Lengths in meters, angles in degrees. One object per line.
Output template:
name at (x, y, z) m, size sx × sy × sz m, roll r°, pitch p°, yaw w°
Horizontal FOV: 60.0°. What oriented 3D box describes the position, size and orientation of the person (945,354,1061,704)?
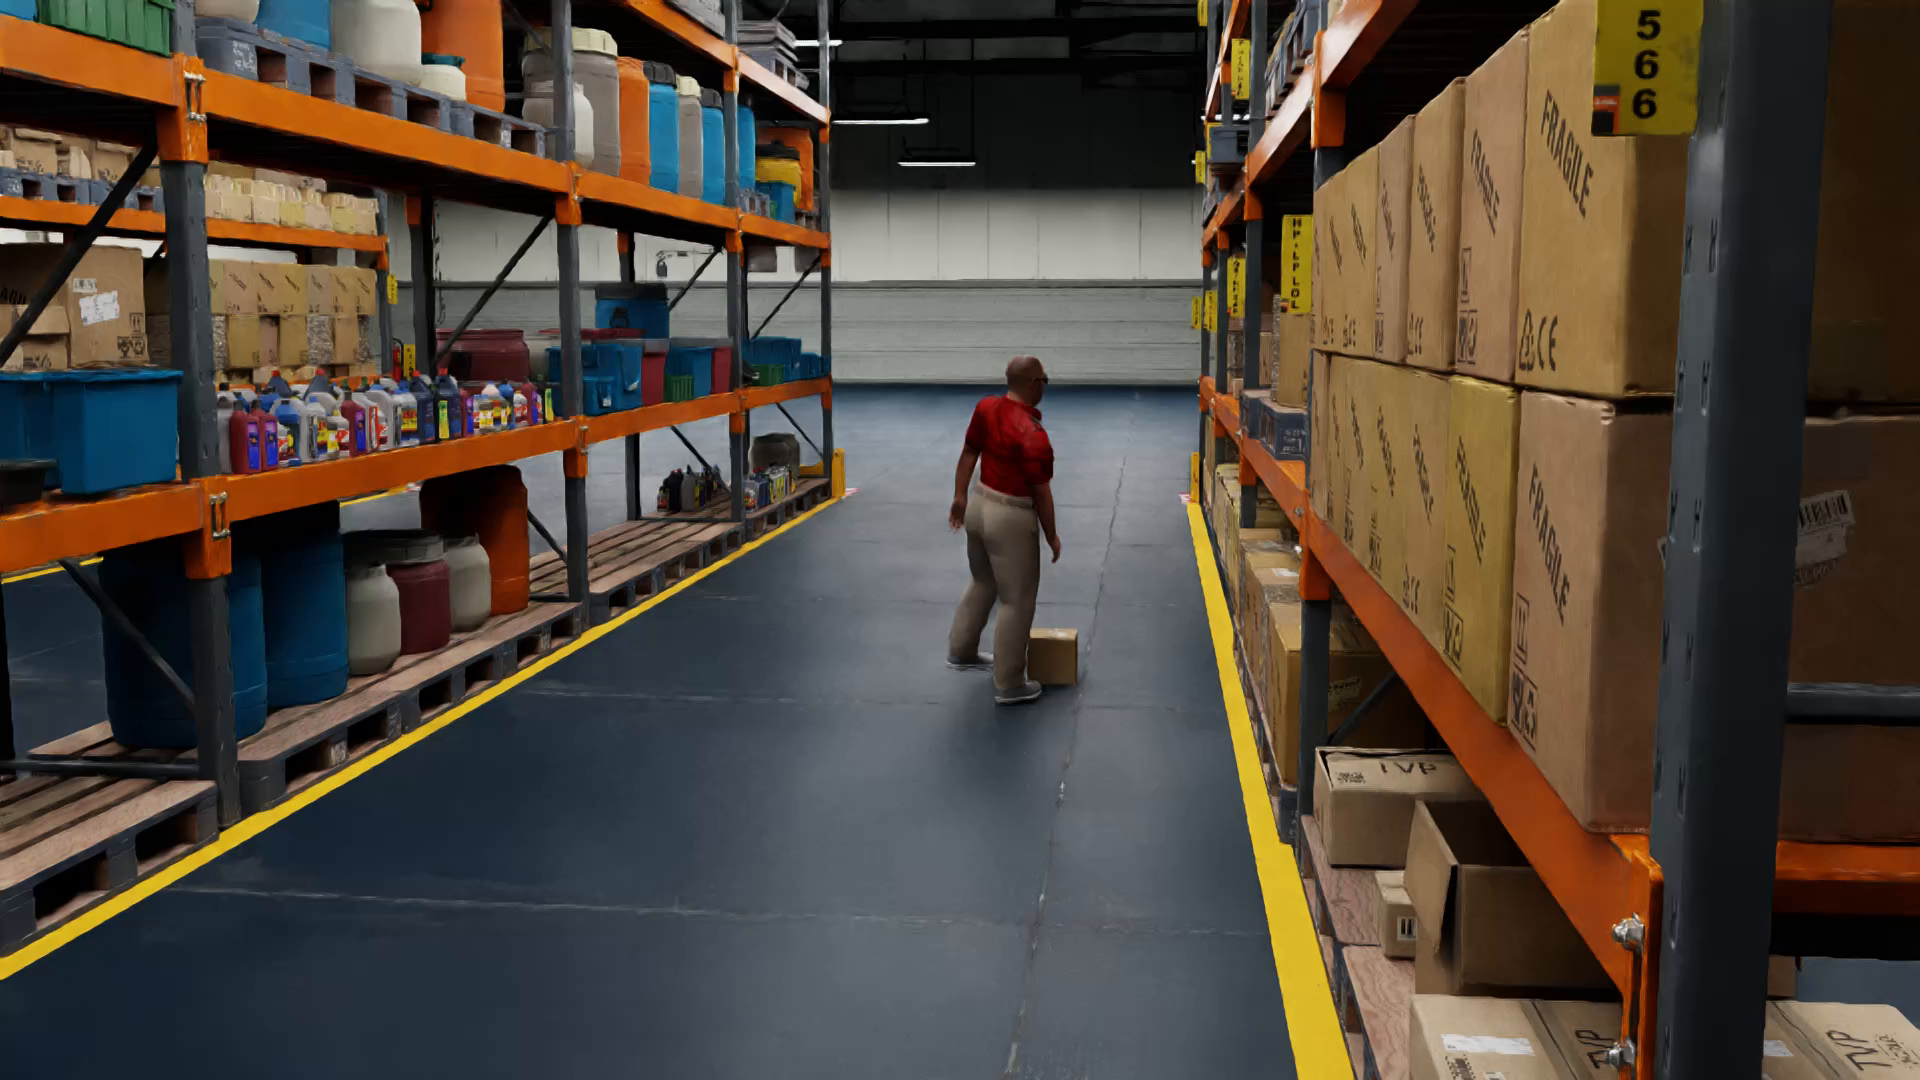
person at (0.235, -0.066, 8.292) m, size 0.429 × 1.719 × 0.827 m, roll -4°, pitch 8°, yaw -27°
